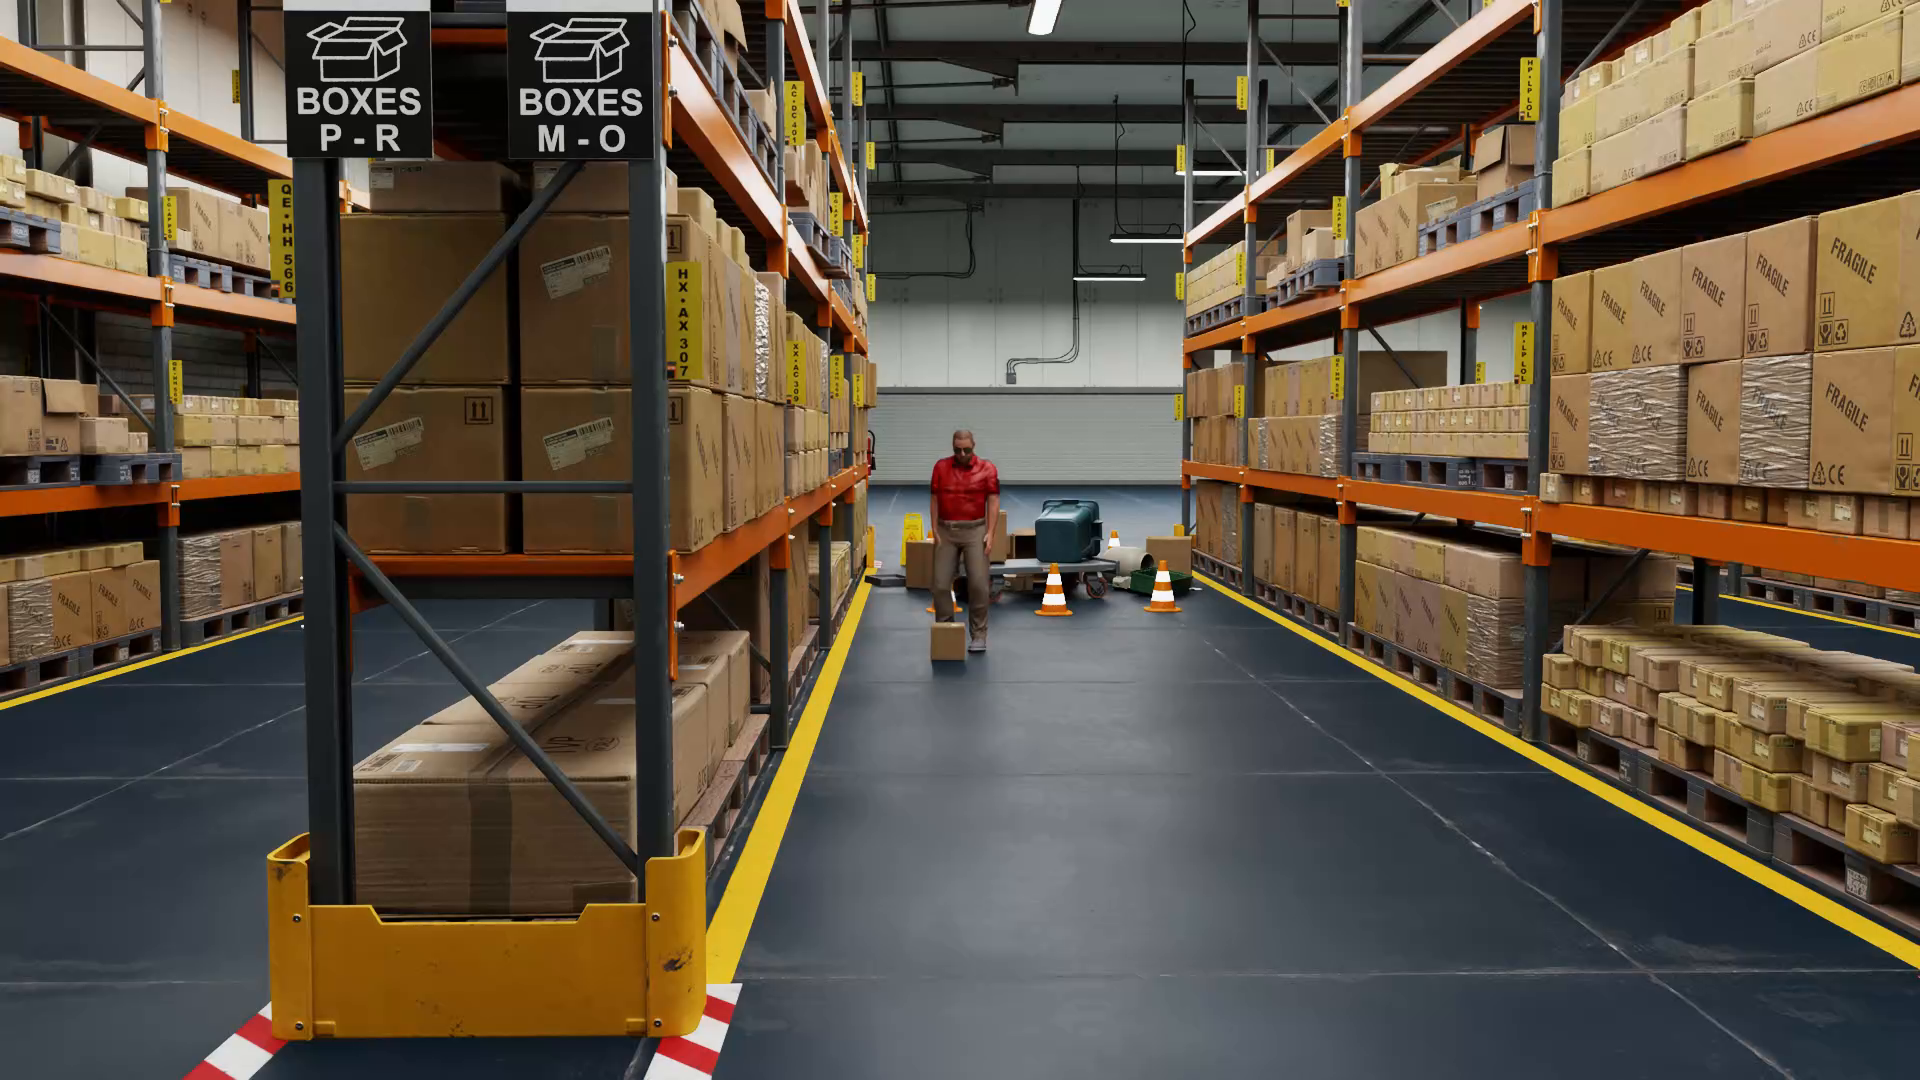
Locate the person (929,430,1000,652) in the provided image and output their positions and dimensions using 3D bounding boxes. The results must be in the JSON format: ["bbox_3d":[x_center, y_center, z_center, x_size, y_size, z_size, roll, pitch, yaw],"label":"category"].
[{"bbox_3d":[0.034,0.012,12.705,0.553,1.672,0.415,1,4,12],"label":"person"}]
